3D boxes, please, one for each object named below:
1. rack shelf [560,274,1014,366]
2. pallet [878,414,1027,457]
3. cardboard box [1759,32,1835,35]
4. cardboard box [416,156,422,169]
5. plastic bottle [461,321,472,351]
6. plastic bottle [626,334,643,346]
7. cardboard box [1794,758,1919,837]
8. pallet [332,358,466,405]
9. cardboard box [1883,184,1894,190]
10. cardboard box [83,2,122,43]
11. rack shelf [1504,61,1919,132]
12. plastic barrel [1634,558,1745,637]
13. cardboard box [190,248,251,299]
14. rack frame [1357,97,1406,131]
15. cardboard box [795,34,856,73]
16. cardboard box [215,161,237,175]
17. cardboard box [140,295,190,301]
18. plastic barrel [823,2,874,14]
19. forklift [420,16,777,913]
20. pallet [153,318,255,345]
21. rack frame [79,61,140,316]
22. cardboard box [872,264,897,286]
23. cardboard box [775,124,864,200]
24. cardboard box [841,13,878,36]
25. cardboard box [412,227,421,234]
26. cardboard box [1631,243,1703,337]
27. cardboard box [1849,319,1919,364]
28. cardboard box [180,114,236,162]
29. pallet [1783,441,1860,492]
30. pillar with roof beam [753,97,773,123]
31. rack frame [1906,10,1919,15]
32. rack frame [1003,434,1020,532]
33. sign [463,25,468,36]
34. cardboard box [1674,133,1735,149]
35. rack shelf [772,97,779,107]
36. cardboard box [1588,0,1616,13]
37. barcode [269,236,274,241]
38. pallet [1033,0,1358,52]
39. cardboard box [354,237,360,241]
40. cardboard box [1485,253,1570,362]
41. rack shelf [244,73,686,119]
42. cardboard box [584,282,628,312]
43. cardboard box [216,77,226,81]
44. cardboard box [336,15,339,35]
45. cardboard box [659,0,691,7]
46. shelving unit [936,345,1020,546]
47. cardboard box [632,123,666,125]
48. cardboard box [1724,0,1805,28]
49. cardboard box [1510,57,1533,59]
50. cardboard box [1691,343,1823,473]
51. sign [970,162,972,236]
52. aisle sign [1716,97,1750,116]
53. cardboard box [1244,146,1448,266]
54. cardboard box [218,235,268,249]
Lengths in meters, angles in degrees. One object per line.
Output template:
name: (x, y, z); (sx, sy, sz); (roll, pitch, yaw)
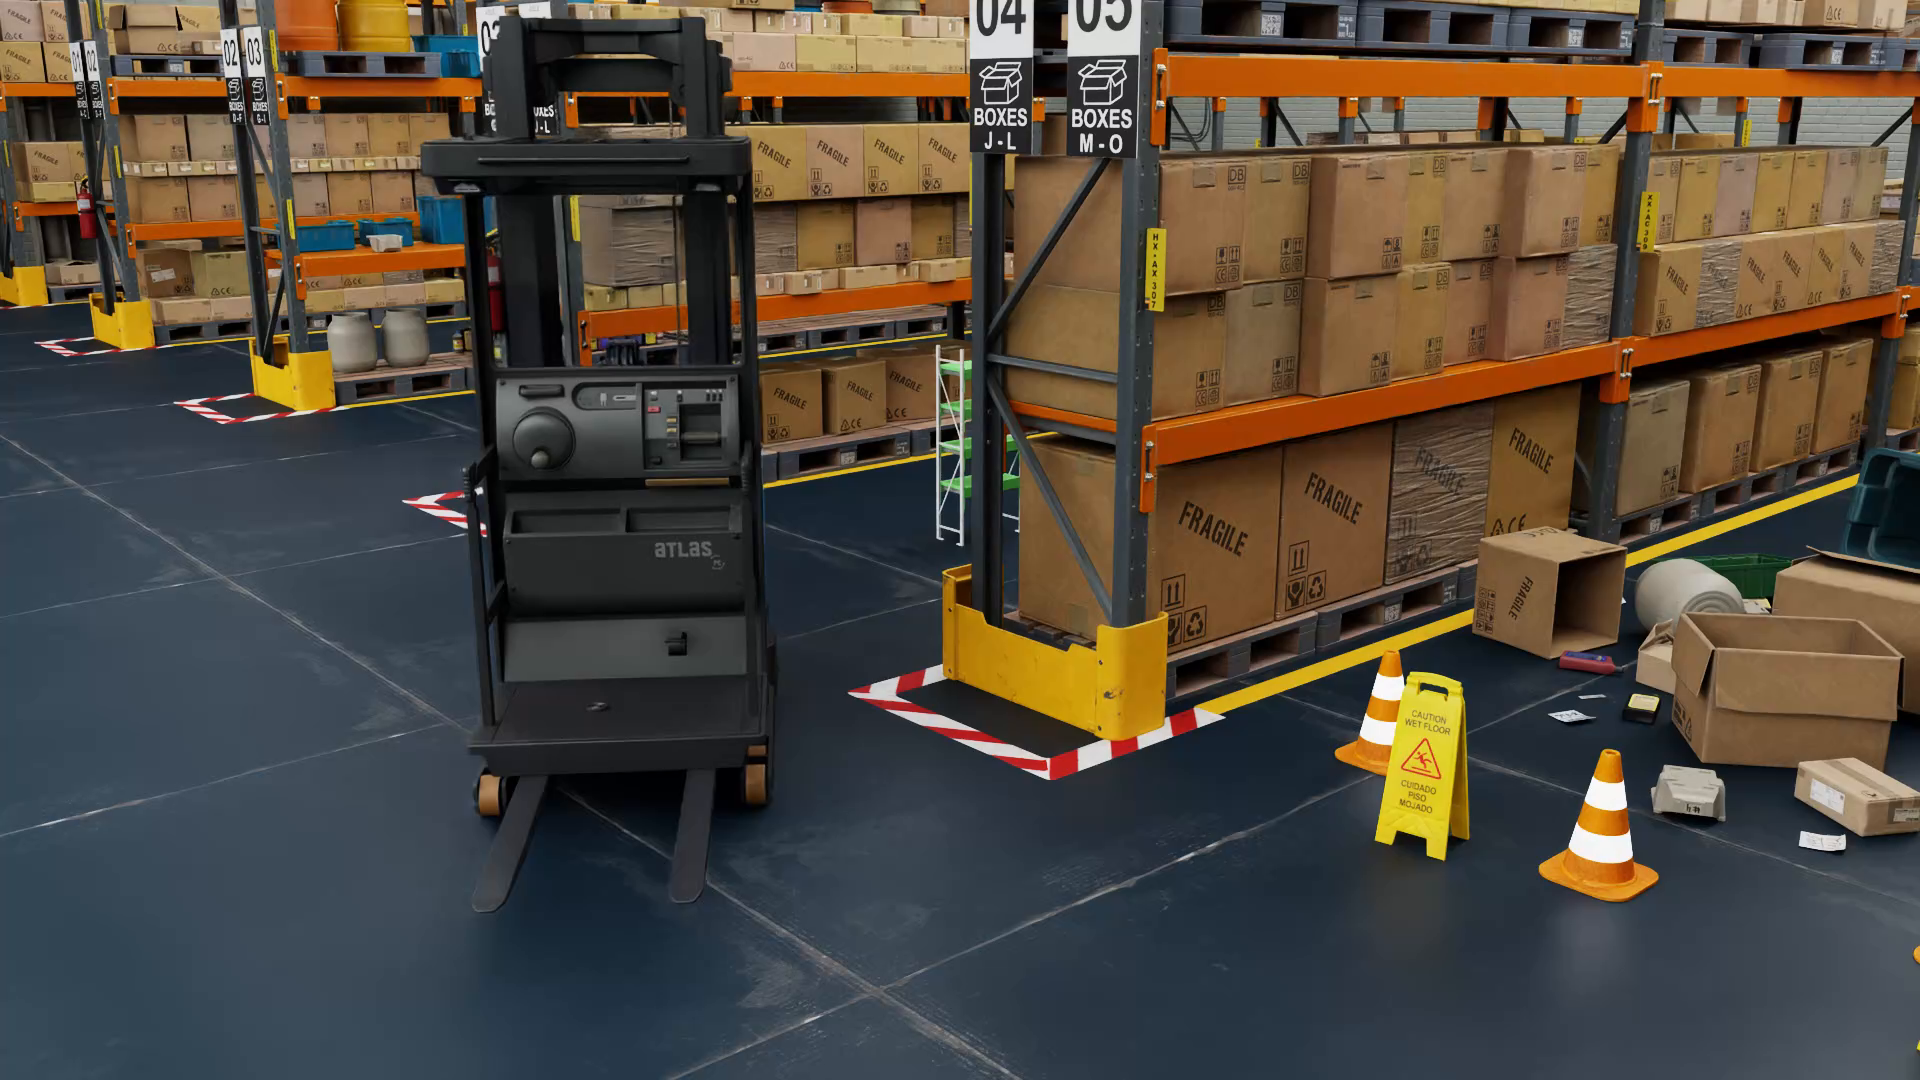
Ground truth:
rack shelf: (-1.248, -1.709, 12.231); (4.000, 0.370, 1.077); (-13, 19, -39)
pallet: (-0.222, -0.928, 13.314); (1.213, 0.211, 1.003); (-13, 19, -39)
cardboard box: (5.768, -3.668, 11.523); (0.500, 0.311, 0.500); (-13, 19, -39)
cardboard box: (-6.491, -4.557, 20.048); (0.250, 0.149, 0.380); (-13, 20, -41)
plastic bottle: (-4.834, -2.002, 16.345); (0.133, 0.283, 0.061); (-12, 19, -38)
plastic bottle: (-3.287, -2.127, 16.683); (0.185, 0.351, 0.144); (-13, 20, -41)
cardboard box: (3.411, 0.973, 6.318); (0.250, 0.149, 0.380); (-3, 15, -11)
pallet: (-5.365, -1.494, 15.433); (1.213, 0.211, 1.003); (-13, 19, -39)
cardboard box: (7.300, -2.804, 13.455); (0.250, 0.149, 0.380); (-13, 19, -39)
cardboard box: (-11.270, -6.783, 21.850); (0.500, 0.500, 0.500); (-12, 19, -38)
rack shelf: (4.950, -2.853, 10.701); (4.000, 0.370, 1.077); (-13, 19, -39)
plastic barrel: (3.592, 0.323, 8.222); (0.421, 0.421, 0.512); (0, 15, -1)
cardboard box: (-8.330, -3.017, 18.792); (0.500, 0.500, 0.500); (-13, 19, -39)
rack frame: (6.062, -5.393, 24.627); (0.127, 3.000, 1.000); (-13, 19, -39)
cardboard box: (-1.073, -3.387, 11.596); (0.500, 0.250, 0.500); (-12, 19, -38)
cardboard box: (-8.241, -4.163, 18.572); (0.250, 0.149, 0.380); (-13, 20, -40)
cardboard box: (-9.046, -2.670, 18.948); (0.500, 0.250, 0.500); (-13, 19, -39)
plastic barrel: (-1.228, -5.487, 18.333); (0.708, 0.830, 0.600); (-13, 19, -39)
forklift: (-1.307, -0.456, 6.276); (1.130, 2.935, 3.031); (-1, 15, -5)
pallet: (-8.707, -2.438, 18.967); (1.213, 0.211, 1.003); (-13, 19, -39)
rack frame: (-9.256, -3.647, 18.092); (0.127, 3.000, 1.000); (-13, 19, -39)
cardboard box: (-0.684, -1.979, 12.331); (0.250, 0.149, 0.380); (-13, 19, -39)
cardboard box: (-1.031, -2.687, 11.791); (0.500, 0.500, 0.500); (-13, 19, -39)
cardboard box: (-0.785, -3.629, 11.731); (0.250, 0.149, 0.380); (-12, 19, -37)
cardboard box: (-8.592, -4.519, 25.346); (0.500, 0.500, 0.700); (-13, 20, -40)
cardboard box: (4.014, -1.498, 9.852); (0.500, 0.500, 0.500); (-12, 19, -39)
cardboard box: (7.137, -1.518, 12.697); (0.500, 0.250, 0.500); (-14, 20, -42)
cardboard box: (-8.463, -4.498, 18.569); (0.500, 0.500, 0.700); (-13, 20, -41)
pallet: (5.814, -0.624, 12.179); (1.213, 0.211, 1.003); (-13, 19, -39)
pillar with roof beam: (-0.672, -8.991, 26.473); (0.400, 9.000, 9.100); (-13, 19, -39)
rack frame: (6.458, -4.989, 11.490); (0.127, 3.000, 1.000); (-13, 19, -39)
rack frame: (0.309, -0.649, 10.355); (0.015, 1.200, 0.240); (-13, 19, -39)
sign: (-5.873, -5.954, 19.761); (0.005, 0.325, 0.100); (-13, 19, -39)
cardboard box: (9.119, -4.728, 20.400); (0.500, 0.500, 0.500); (-12, 19, -39)
rack shelf: (-4.967, -7.407, 27.748); (4.000, 0.370, 1.077); (-13, 19, -39)
cardboard box: (3.186, -2.825, 8.681); (0.250, 0.149, 0.380); (-12, 19, -38)
barcode: (-10.058, -4.403, 24.294); (0.075, 0.075, 0.001); (-13, 19, -39)
pallet: (0.976, -2.269, 7.293); (1.213, 0.211, 1.003); (-13, 19, -39)
cardboard box: (-7.166, -3.458, 20.444); (0.500, 0.500, 0.500); (-13, 19, -39)
cardboard box: (2.770, -1.323, 9.100); (0.550, 0.550, 0.875); (-13, 19, -39)
rack shelf: (-4.499, -4.123, 15.453); (4.000, 0.370, 1.077); (-13, 19, -39)
cardboard box: (-2.385, -1.599, 10.909); (0.250, 0.149, 0.380); (-13, 19, -39)
cardboard box: (-10.102, -6.579, 23.022); (0.500, 0.500, 0.500); (14, 20, 42)
cardboard box: (-7.564, -5.840, 19.203); (0.637, 0.503, 0.797); (-10, 18, -33)
cardboard box: (-1.753, -3.913, 11.534); (0.500, 0.500, 0.500); (-13, 19, -39)
shelving unit: (0.125, -0.608, 10.200); (0.503, 1.200, 0.258); (-13, 19, -39)
cardboard box: (-5.185, -6.734, 27.384); (0.500, 0.250, 0.500); (-12, 19, -39)
cardboard box: (4.991, -3.324, 10.323); (0.258, 0.266, 0.396); (-13, 19, -39)
cardboard box: (5.865, -5.351, 17.651); (0.500, 0.500, 0.700); (-12, 19, -38)
cardboard box: (5.283, -0.972, 11.623); (0.750, 0.750, 1.050); (-12, 19, -39)
sign: (0.078, -1.517, 7.415); (0.005, 0.325, 0.100); (-13, 19, -39)
aisle sign: (9.565, -5.638, 20.508); (0.004, 0.787, 0.394); (-13, 19, -39)
cardboard box: (1.909, -1.679, 8.342); (0.500, 0.550, 0.875); (-13, 19, -39)
cardboard box: (-10.250, -4.110, 23.815); (0.500, 0.500, 0.500); (14, 21, 43)
